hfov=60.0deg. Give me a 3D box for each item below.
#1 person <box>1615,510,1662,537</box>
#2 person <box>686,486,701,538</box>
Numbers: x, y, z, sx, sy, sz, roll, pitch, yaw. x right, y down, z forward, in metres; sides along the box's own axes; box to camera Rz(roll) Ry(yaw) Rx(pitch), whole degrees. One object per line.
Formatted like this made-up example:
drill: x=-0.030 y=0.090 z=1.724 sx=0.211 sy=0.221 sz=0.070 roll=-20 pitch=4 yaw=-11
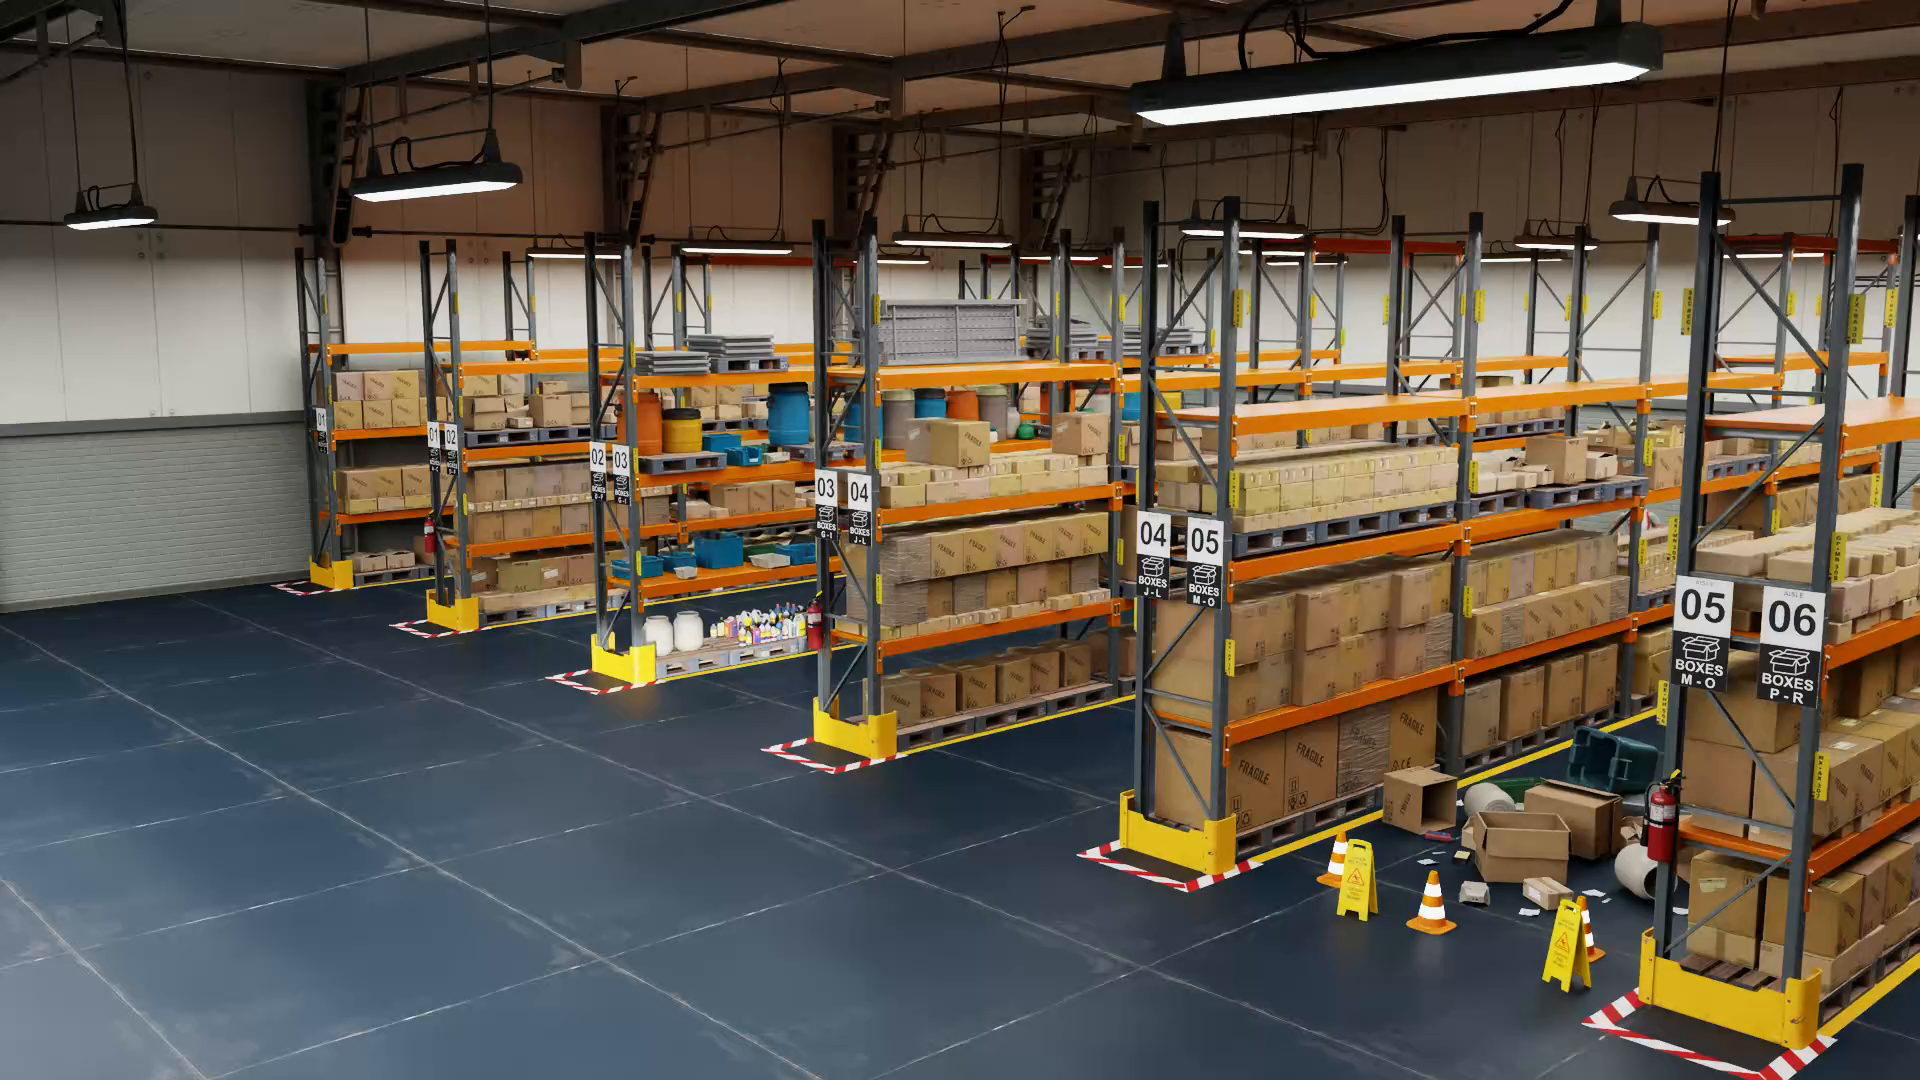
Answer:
person: x=11.675 y=0.110 z=28.623 sx=0.713 sy=1.805 sz=0.742 roll=1 pitch=8 yaw=9
person: x=-5.030 y=-0.202 z=31.234 sx=0.509 sy=1.648 sz=0.728 roll=7 pitch=11 yaw=41
